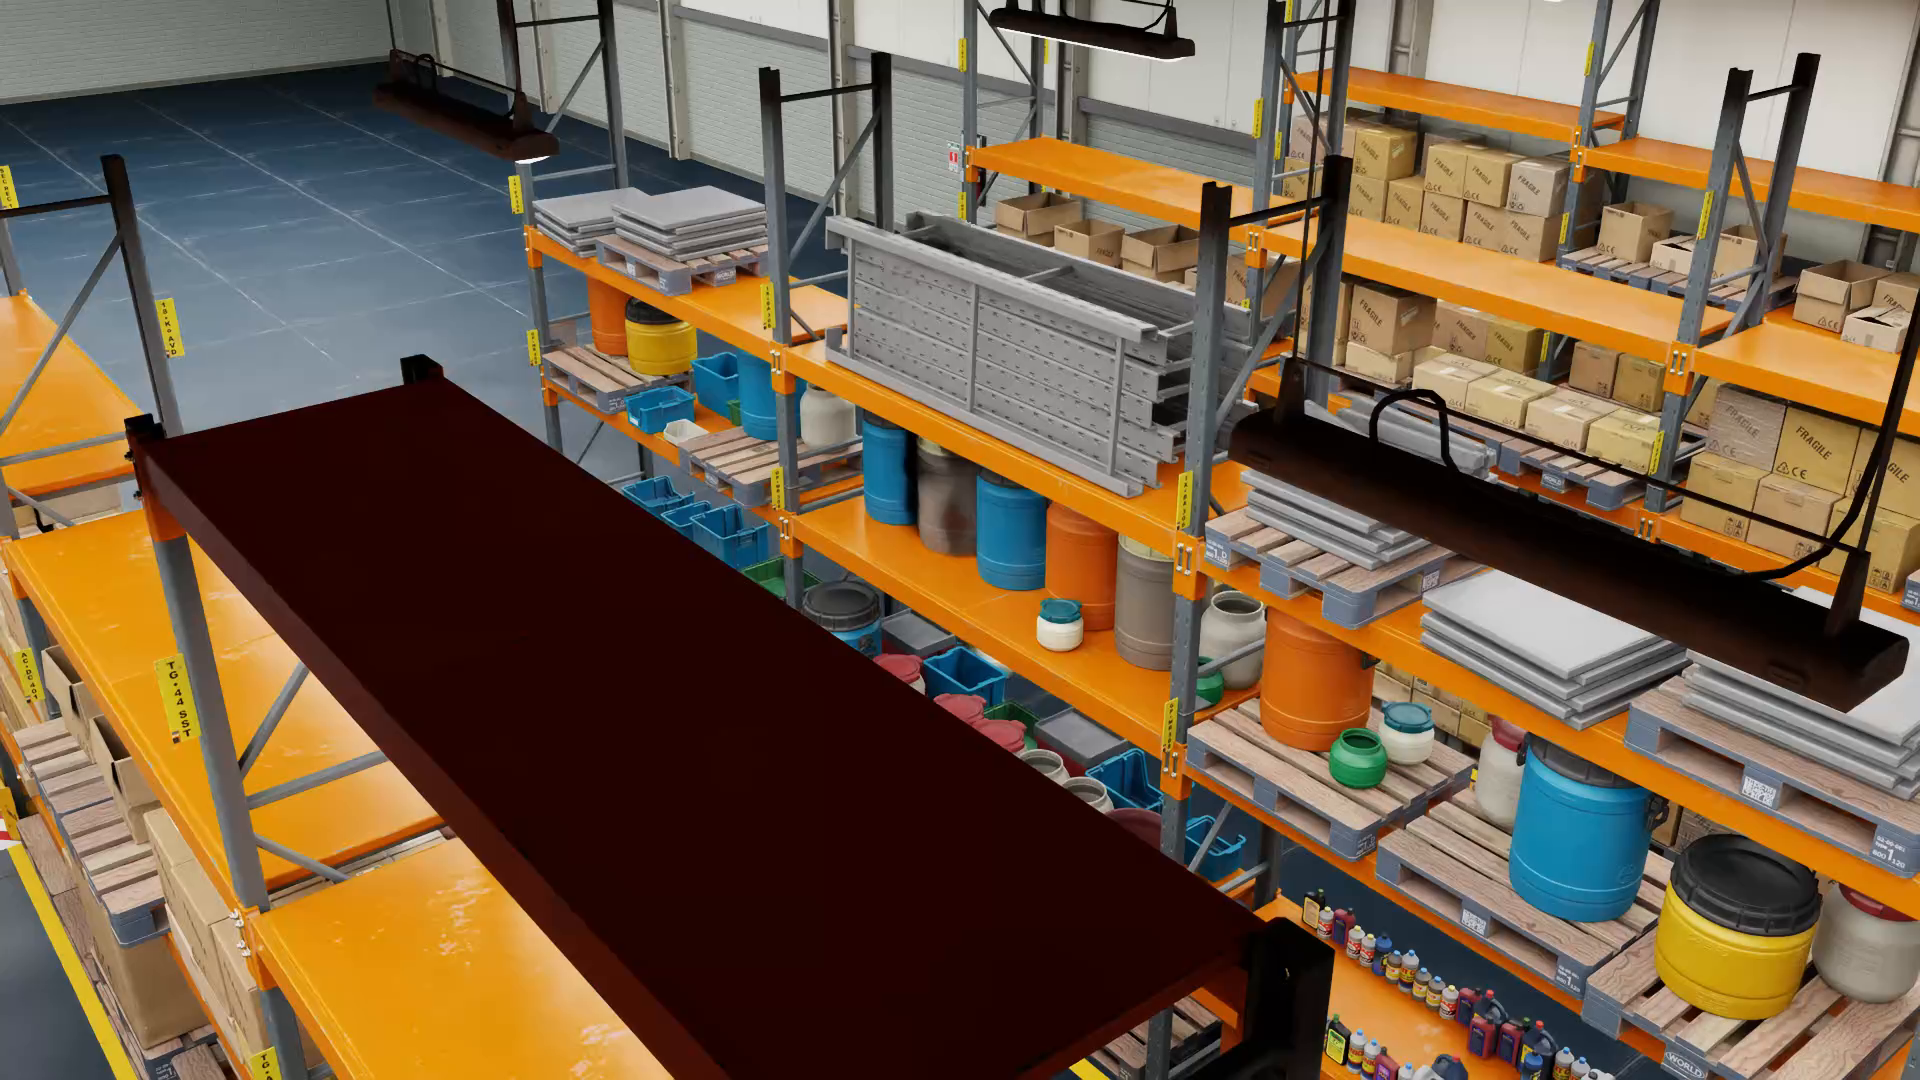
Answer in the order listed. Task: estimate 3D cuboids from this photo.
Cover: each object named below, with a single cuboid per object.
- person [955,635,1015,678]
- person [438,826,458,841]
[{"bbox_3d":[0.306,1.096,14.281,0.631,1.670,0.911,-11,28,-22],"label":"person"},{"bbox_3d":[-3.291,2.553,11.116,0.623,1.680,0.667,19,32,34],"label":"person"}]
